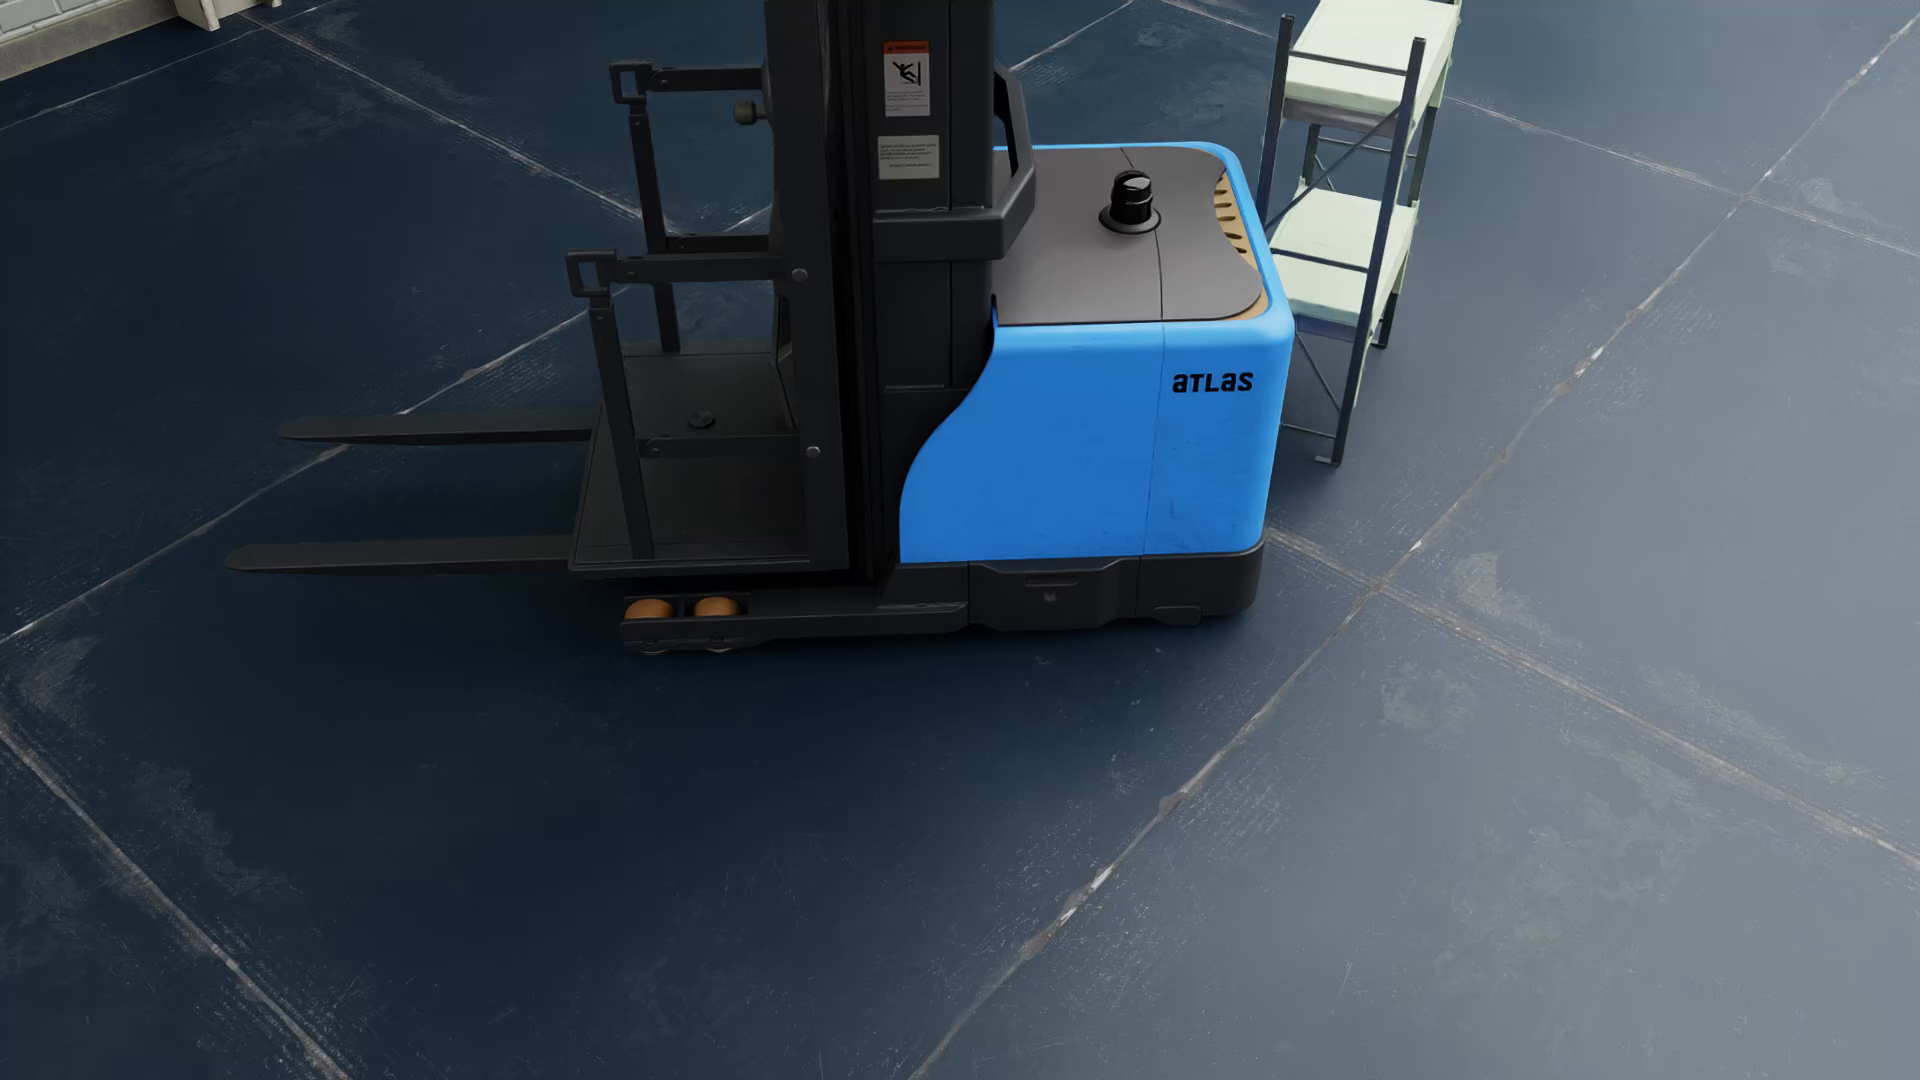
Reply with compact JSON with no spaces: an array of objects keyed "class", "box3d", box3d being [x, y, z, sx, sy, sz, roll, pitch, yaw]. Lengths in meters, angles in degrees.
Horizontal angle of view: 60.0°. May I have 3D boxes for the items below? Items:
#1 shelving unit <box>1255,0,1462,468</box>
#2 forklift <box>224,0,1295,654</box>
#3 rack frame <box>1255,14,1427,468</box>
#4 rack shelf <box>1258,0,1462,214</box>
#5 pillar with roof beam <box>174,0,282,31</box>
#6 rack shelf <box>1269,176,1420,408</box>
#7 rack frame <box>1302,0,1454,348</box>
[{"class":"shelving unit","box3d":[1.222,-1.080,5.323,0.431,1.500,0.755,16,45,17]},{"class":"forklift","box3d":[-0.647,-1.116,4.299,3.031,2.935,1.130,-2,42,-2]},{"class":"rack frame","box3d":[1.081,-0.853,5.073,0.400,1.500,0.023,16,45,17]},{"class":"rack shelf","box3d":[1.222,-1.369,5.060,0.431,0.370,0.720,16,45,17]},{"class":"pillar with roof beam","box3d":[-0.263,-4.053,3.018,9.100,9.000,0.400,29,50,28]},{"class":"rack shelf","box3d":[1.222,-0.839,5.542,0.431,0.370,0.720,16,45,17]},{"class":"rack frame","box3d":[1.363,-1.307,5.573,0.400,1.500,0.023,16,45,17]}]
